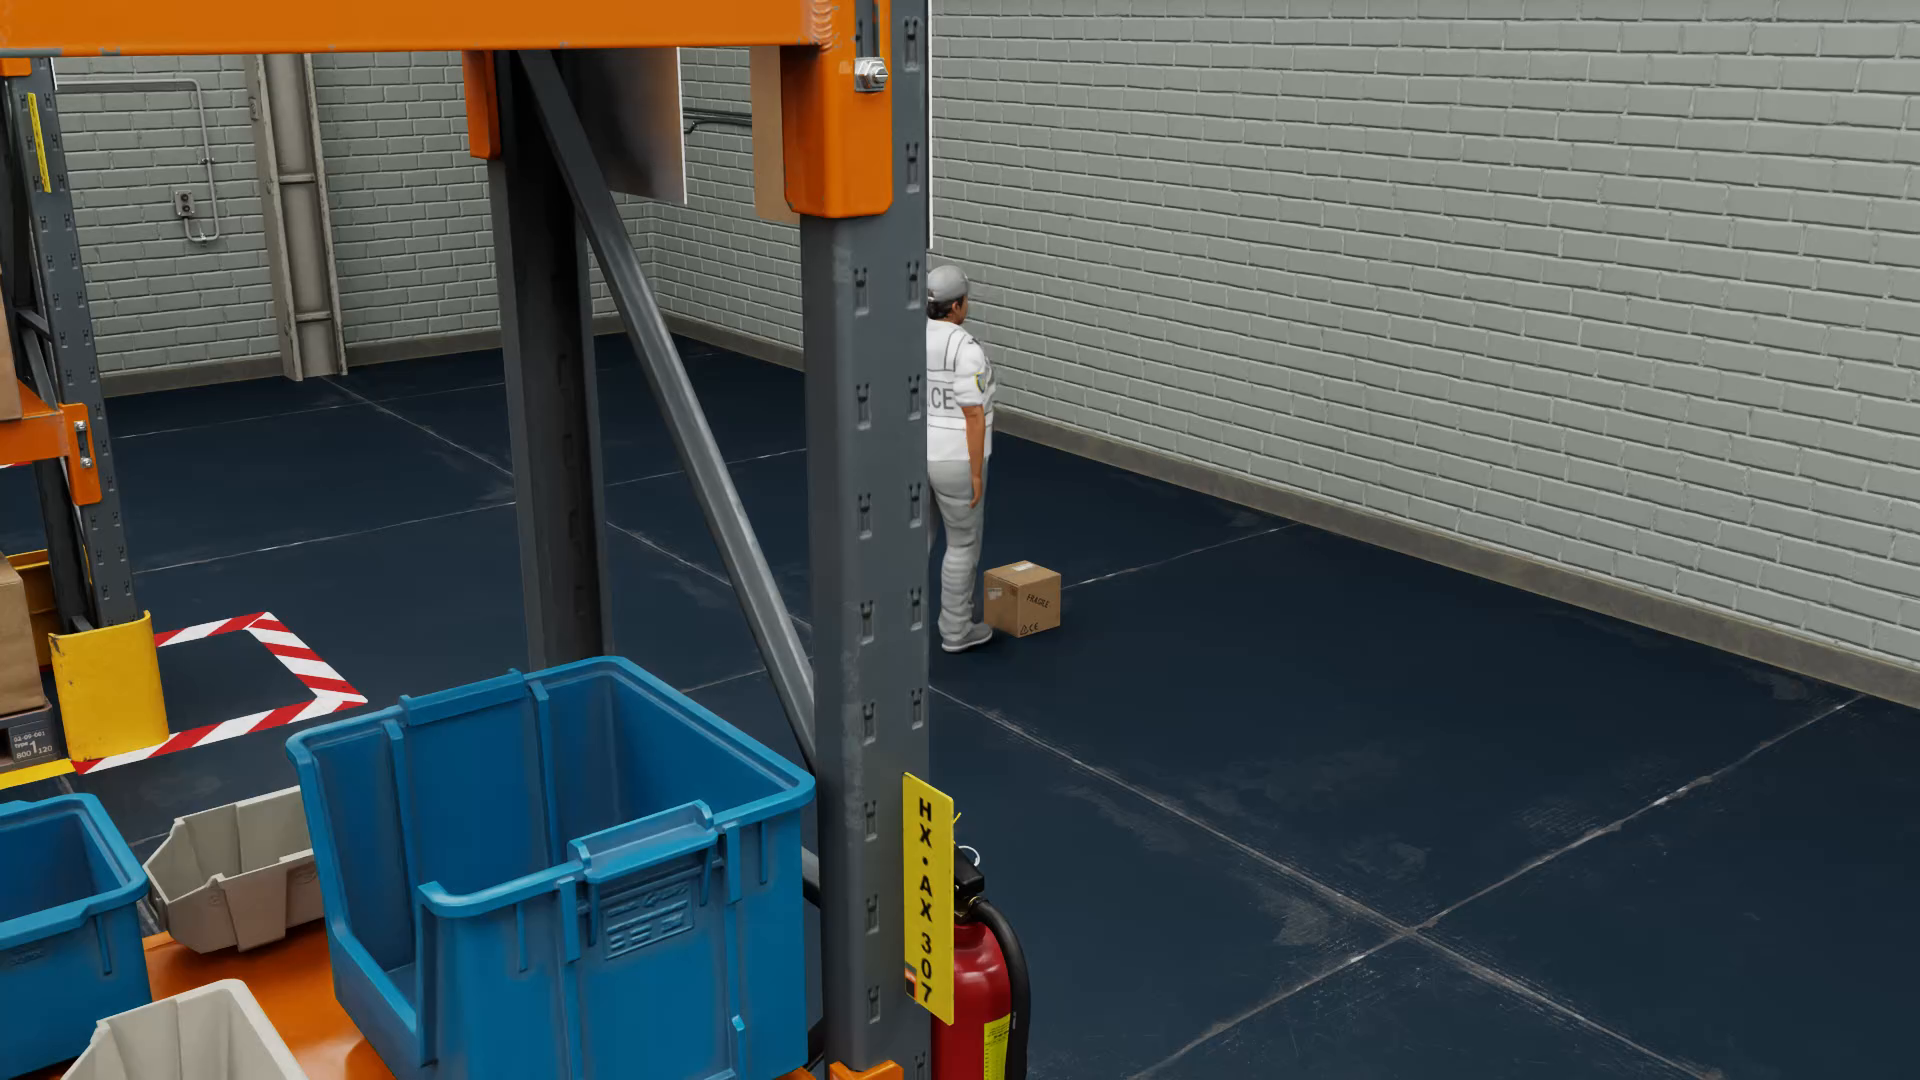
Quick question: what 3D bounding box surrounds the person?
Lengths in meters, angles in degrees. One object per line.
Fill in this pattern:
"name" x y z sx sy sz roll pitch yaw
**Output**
"person" -0.101 -0.318 6.999 0.492 1.662 0.559 12 21 33
